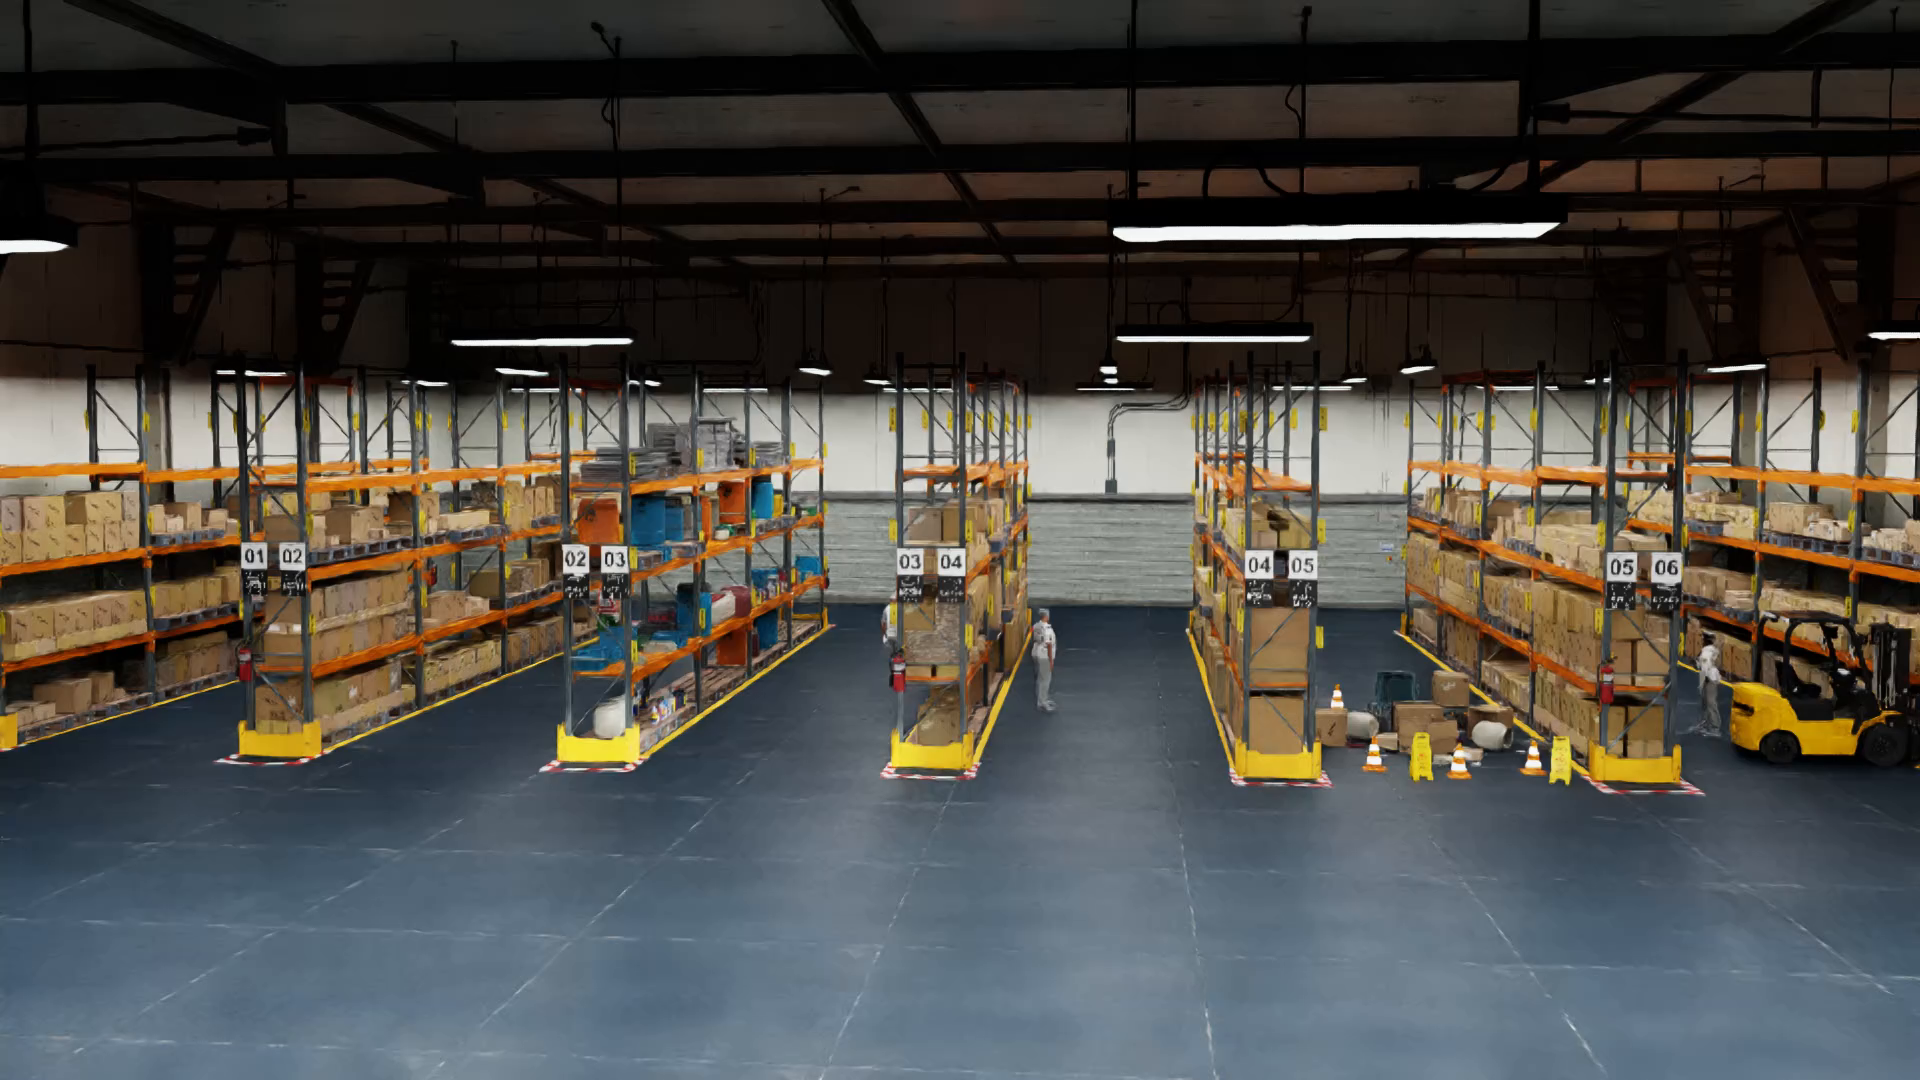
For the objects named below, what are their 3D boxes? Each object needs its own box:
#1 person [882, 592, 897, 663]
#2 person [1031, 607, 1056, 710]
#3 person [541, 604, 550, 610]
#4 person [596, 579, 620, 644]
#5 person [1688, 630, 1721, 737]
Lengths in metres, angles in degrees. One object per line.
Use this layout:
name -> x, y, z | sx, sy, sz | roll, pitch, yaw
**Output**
person -> -1.246, 1.845, 32.265 | 0.566, 1.704, 1.122 | 1, 4, 8
person -> 1.498, 2.056, 28.962 | 0.478, 1.759, 0.589 | -2, 4, -22
person -> -11.175, 1.037, 44.156 | 0.644, 1.660, 0.503 | -3, 5, -35
person -> -7.593, 1.589, 35.824 | 0.564, 1.736, 1.042 | 0, 4, 4
person -> 11.898, 2.272, 26.513 | 0.544, 1.665, 0.572 | 3, 5, 36
